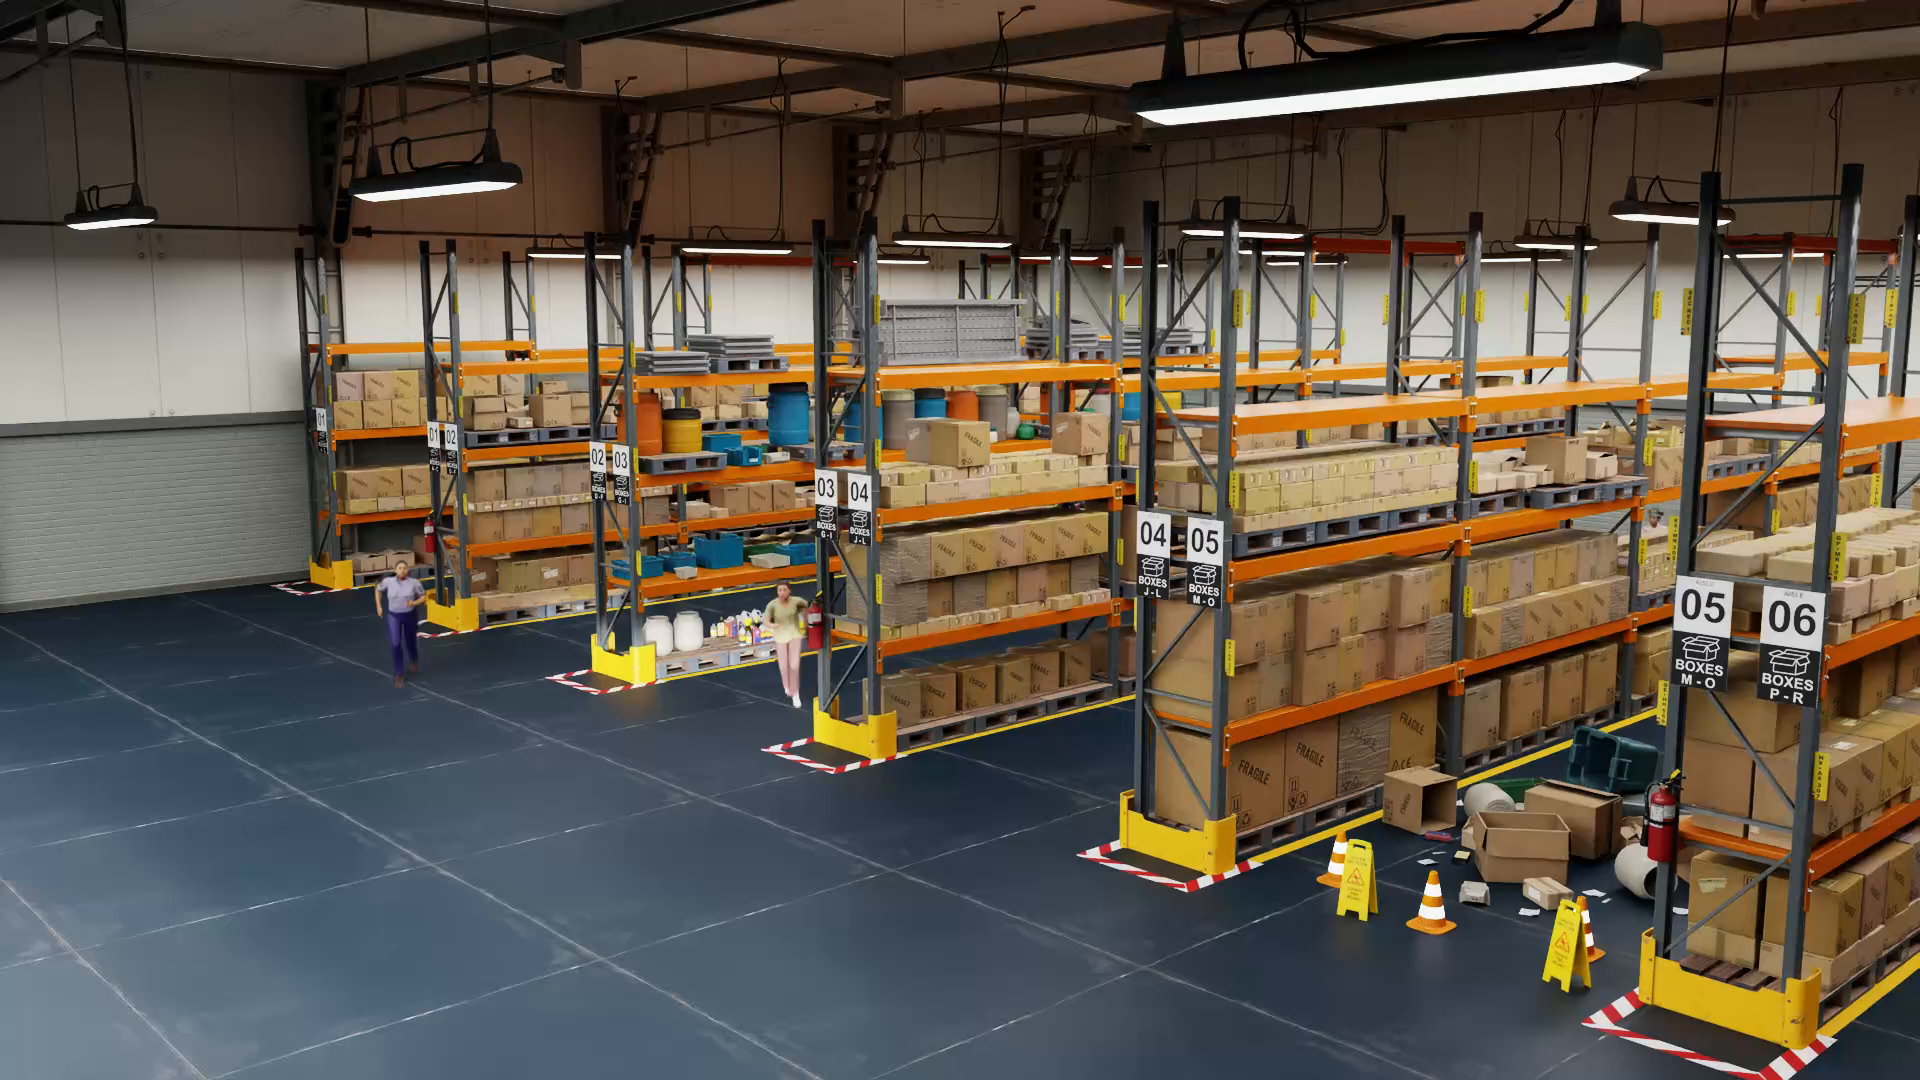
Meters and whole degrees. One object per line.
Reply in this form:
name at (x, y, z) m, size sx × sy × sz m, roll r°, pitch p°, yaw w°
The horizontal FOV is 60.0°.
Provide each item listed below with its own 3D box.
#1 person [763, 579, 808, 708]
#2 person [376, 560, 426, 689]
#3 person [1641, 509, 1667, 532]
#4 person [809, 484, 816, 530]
person at (-2.188, 1.283, 21.129) m, size 0.577 × 1.631 × 0.940 m, roll 0°, pitch 8°, yaw 0°
person at (-7.497, 1.092, 22.354) m, size 0.642 × 1.690 × 0.894 m, roll -3°, pitch 9°, yaw -18°
person at (11.387, 0.346, 27.268) m, size 0.811 × 1.737 × 0.584 m, roll -6°, pitch 10°, yaw -37°
person at (-2.844, -0.760, 34.509) m, size 0.692 × 1.790 × 0.722 m, roll 6°, pitch 10°, yaw 37°
